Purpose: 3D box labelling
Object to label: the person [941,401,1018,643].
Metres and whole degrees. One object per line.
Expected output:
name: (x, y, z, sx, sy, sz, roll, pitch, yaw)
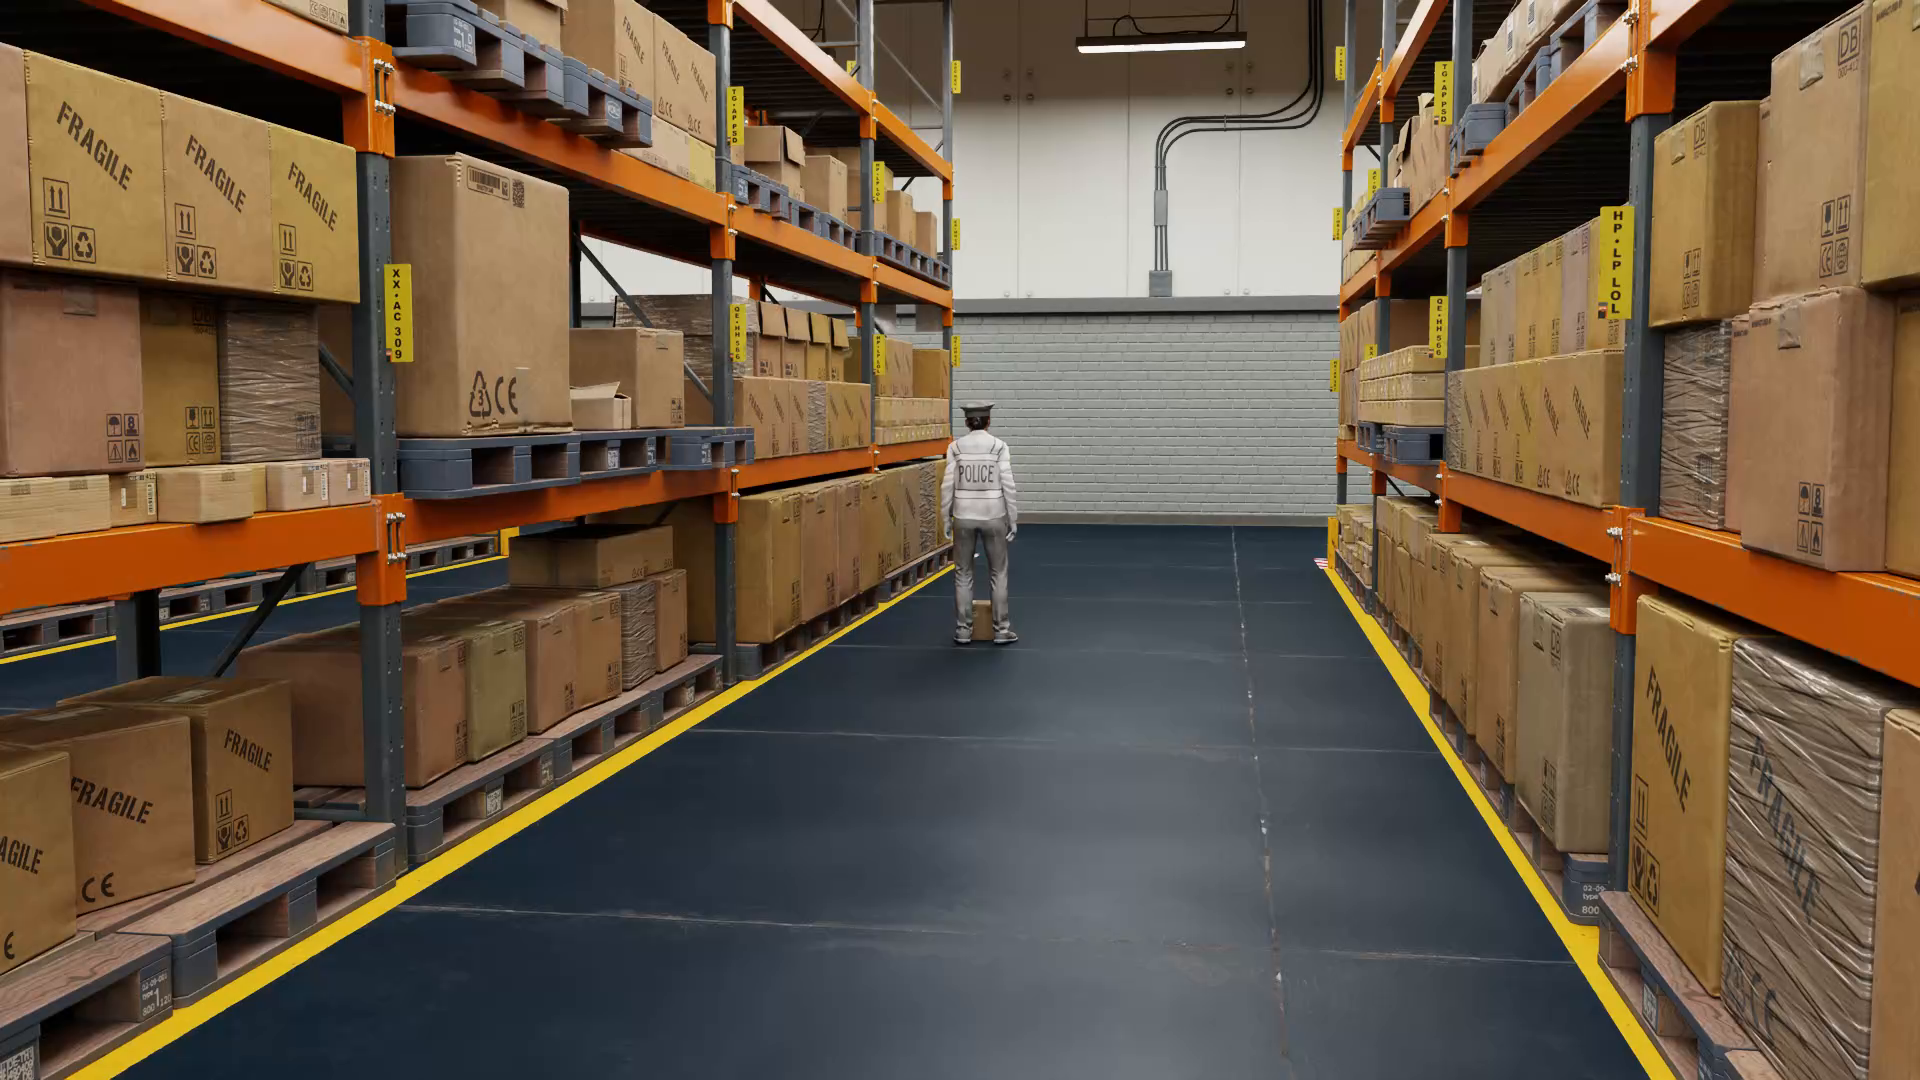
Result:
person: (0.133, -0.121, 11.393, 0.527, 1.663, 0.376, 1, 5, 7)
